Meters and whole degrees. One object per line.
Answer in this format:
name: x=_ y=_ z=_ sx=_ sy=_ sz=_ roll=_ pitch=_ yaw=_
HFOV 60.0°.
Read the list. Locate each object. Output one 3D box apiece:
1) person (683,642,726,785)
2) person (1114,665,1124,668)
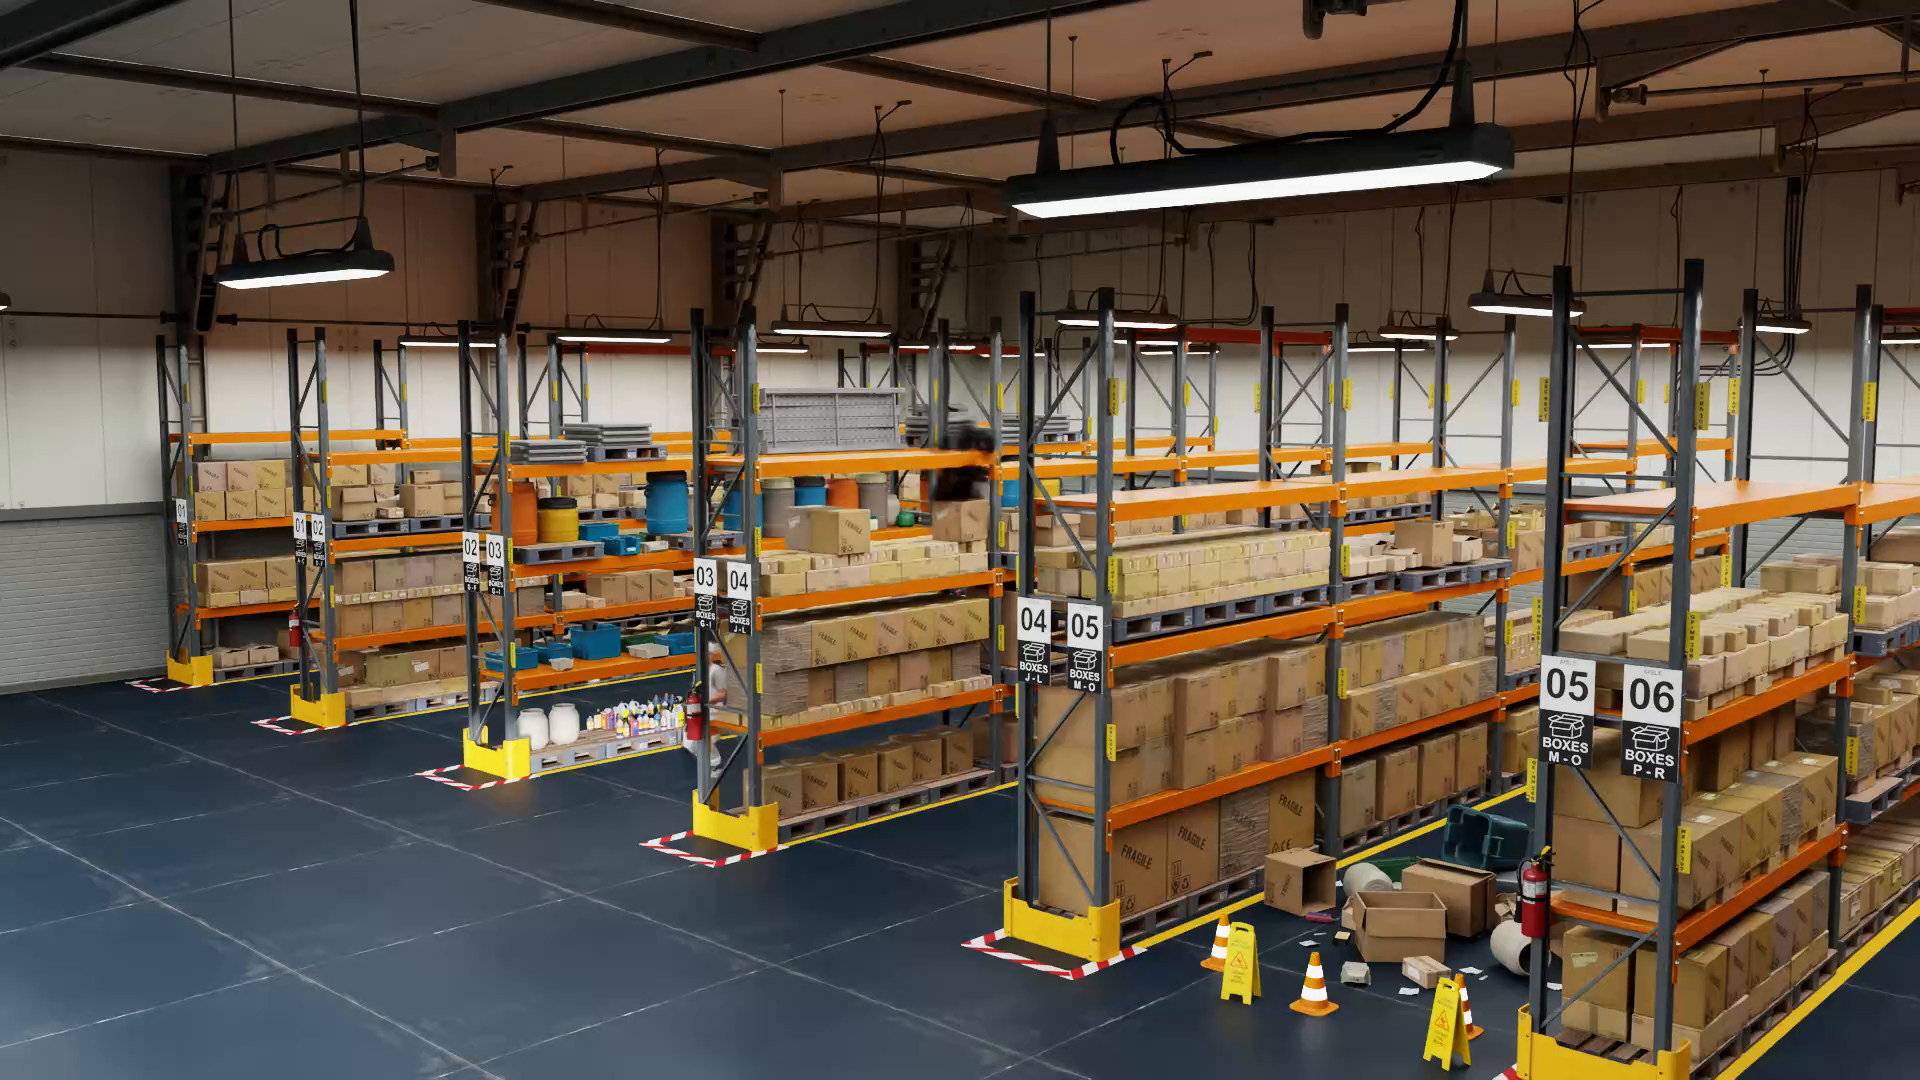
person: x=-3.117 y=2.112 z=20.219 sx=0.649 sy=1.758 sz=0.574 roll=4 pitch=7 yaw=38
person: x=1.809 y=2.227 z=19.487 sx=0.643 sy=1.672 sz=0.571 roll=2 pitch=6 yaw=25
